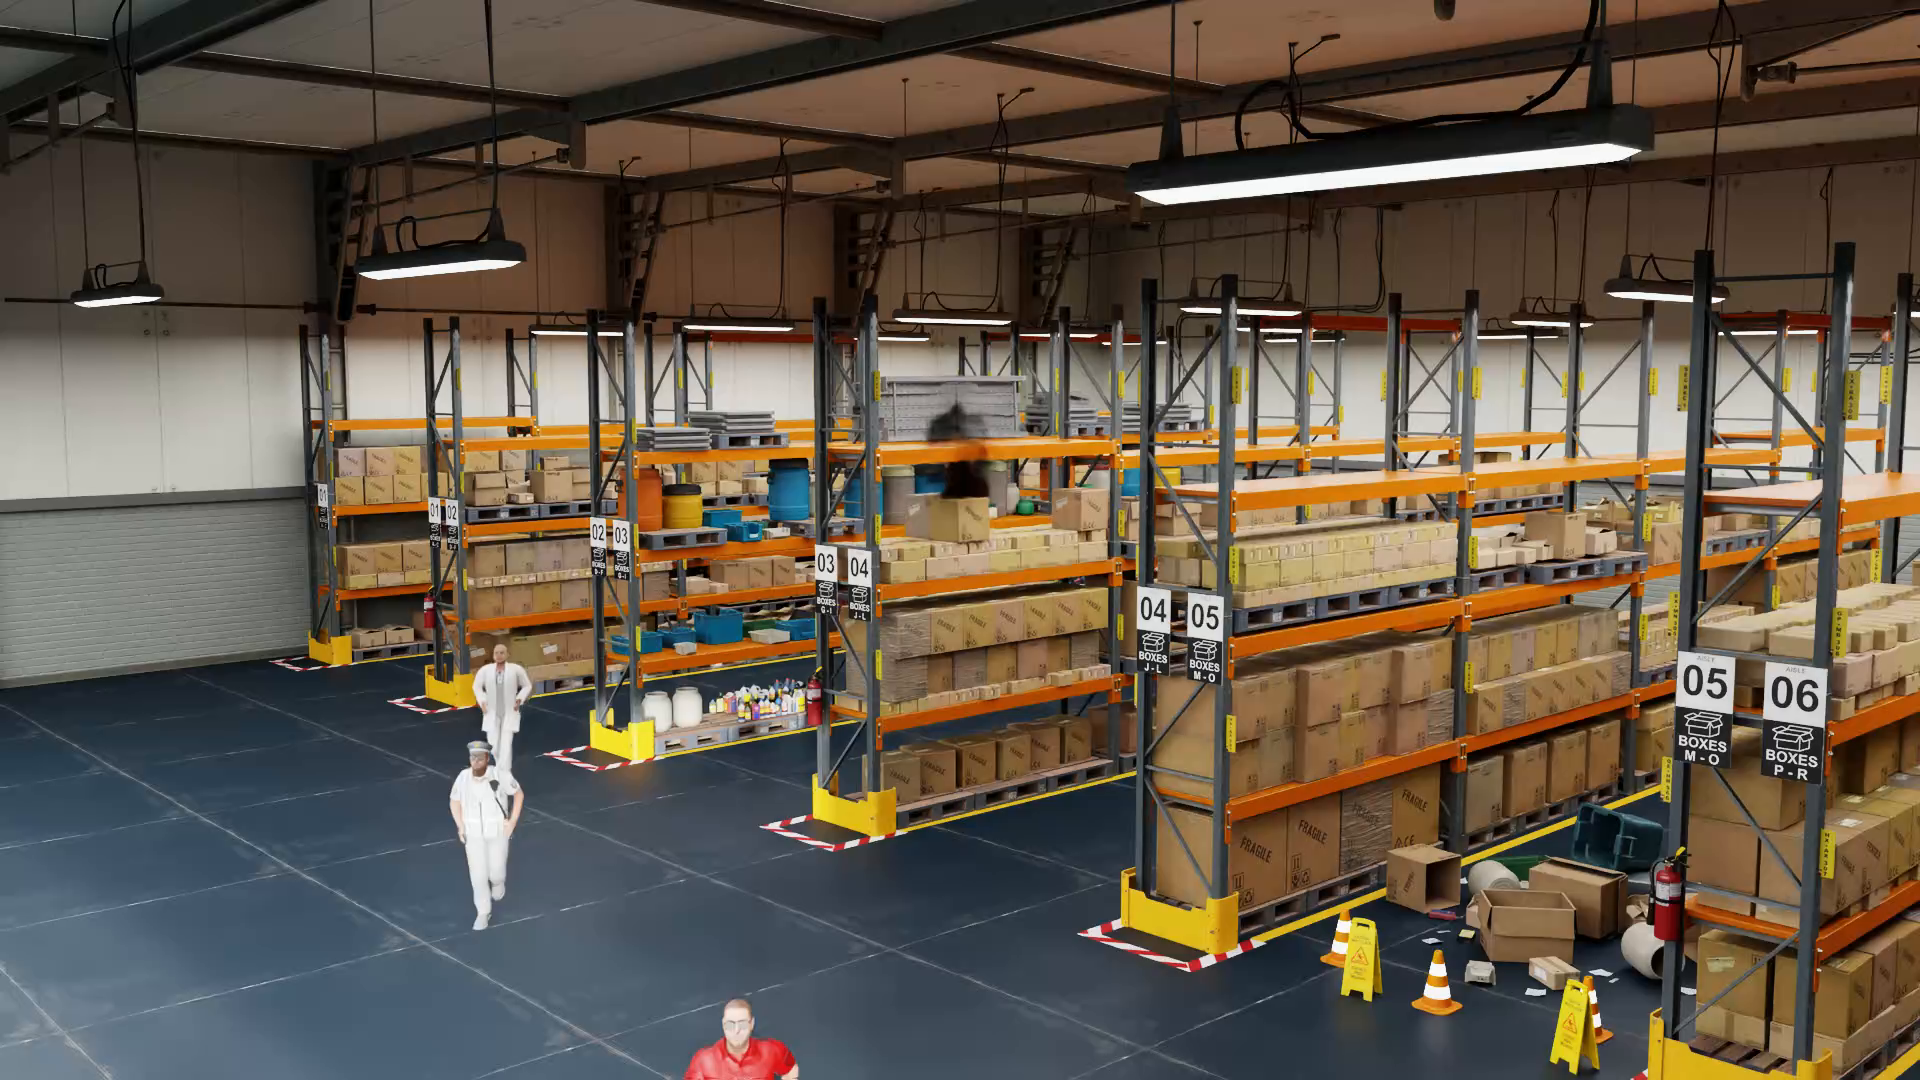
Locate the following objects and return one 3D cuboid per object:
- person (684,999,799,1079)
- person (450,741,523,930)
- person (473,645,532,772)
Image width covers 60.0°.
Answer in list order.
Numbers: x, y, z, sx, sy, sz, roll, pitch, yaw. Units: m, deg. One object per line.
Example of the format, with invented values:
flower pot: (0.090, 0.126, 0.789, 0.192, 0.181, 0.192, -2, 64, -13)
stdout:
person: (-1.219, 3.391, 9.225, 0.664, 1.737, 0.944, -1, 6, -7)
person: (-4.453, 2.724, 15.685, 0.669, 1.770, 0.667, -1, 6, -7)
person: (-5.787, 2.180, 21.021, 0.740, 1.737, 0.653, -1, 6, -7)
